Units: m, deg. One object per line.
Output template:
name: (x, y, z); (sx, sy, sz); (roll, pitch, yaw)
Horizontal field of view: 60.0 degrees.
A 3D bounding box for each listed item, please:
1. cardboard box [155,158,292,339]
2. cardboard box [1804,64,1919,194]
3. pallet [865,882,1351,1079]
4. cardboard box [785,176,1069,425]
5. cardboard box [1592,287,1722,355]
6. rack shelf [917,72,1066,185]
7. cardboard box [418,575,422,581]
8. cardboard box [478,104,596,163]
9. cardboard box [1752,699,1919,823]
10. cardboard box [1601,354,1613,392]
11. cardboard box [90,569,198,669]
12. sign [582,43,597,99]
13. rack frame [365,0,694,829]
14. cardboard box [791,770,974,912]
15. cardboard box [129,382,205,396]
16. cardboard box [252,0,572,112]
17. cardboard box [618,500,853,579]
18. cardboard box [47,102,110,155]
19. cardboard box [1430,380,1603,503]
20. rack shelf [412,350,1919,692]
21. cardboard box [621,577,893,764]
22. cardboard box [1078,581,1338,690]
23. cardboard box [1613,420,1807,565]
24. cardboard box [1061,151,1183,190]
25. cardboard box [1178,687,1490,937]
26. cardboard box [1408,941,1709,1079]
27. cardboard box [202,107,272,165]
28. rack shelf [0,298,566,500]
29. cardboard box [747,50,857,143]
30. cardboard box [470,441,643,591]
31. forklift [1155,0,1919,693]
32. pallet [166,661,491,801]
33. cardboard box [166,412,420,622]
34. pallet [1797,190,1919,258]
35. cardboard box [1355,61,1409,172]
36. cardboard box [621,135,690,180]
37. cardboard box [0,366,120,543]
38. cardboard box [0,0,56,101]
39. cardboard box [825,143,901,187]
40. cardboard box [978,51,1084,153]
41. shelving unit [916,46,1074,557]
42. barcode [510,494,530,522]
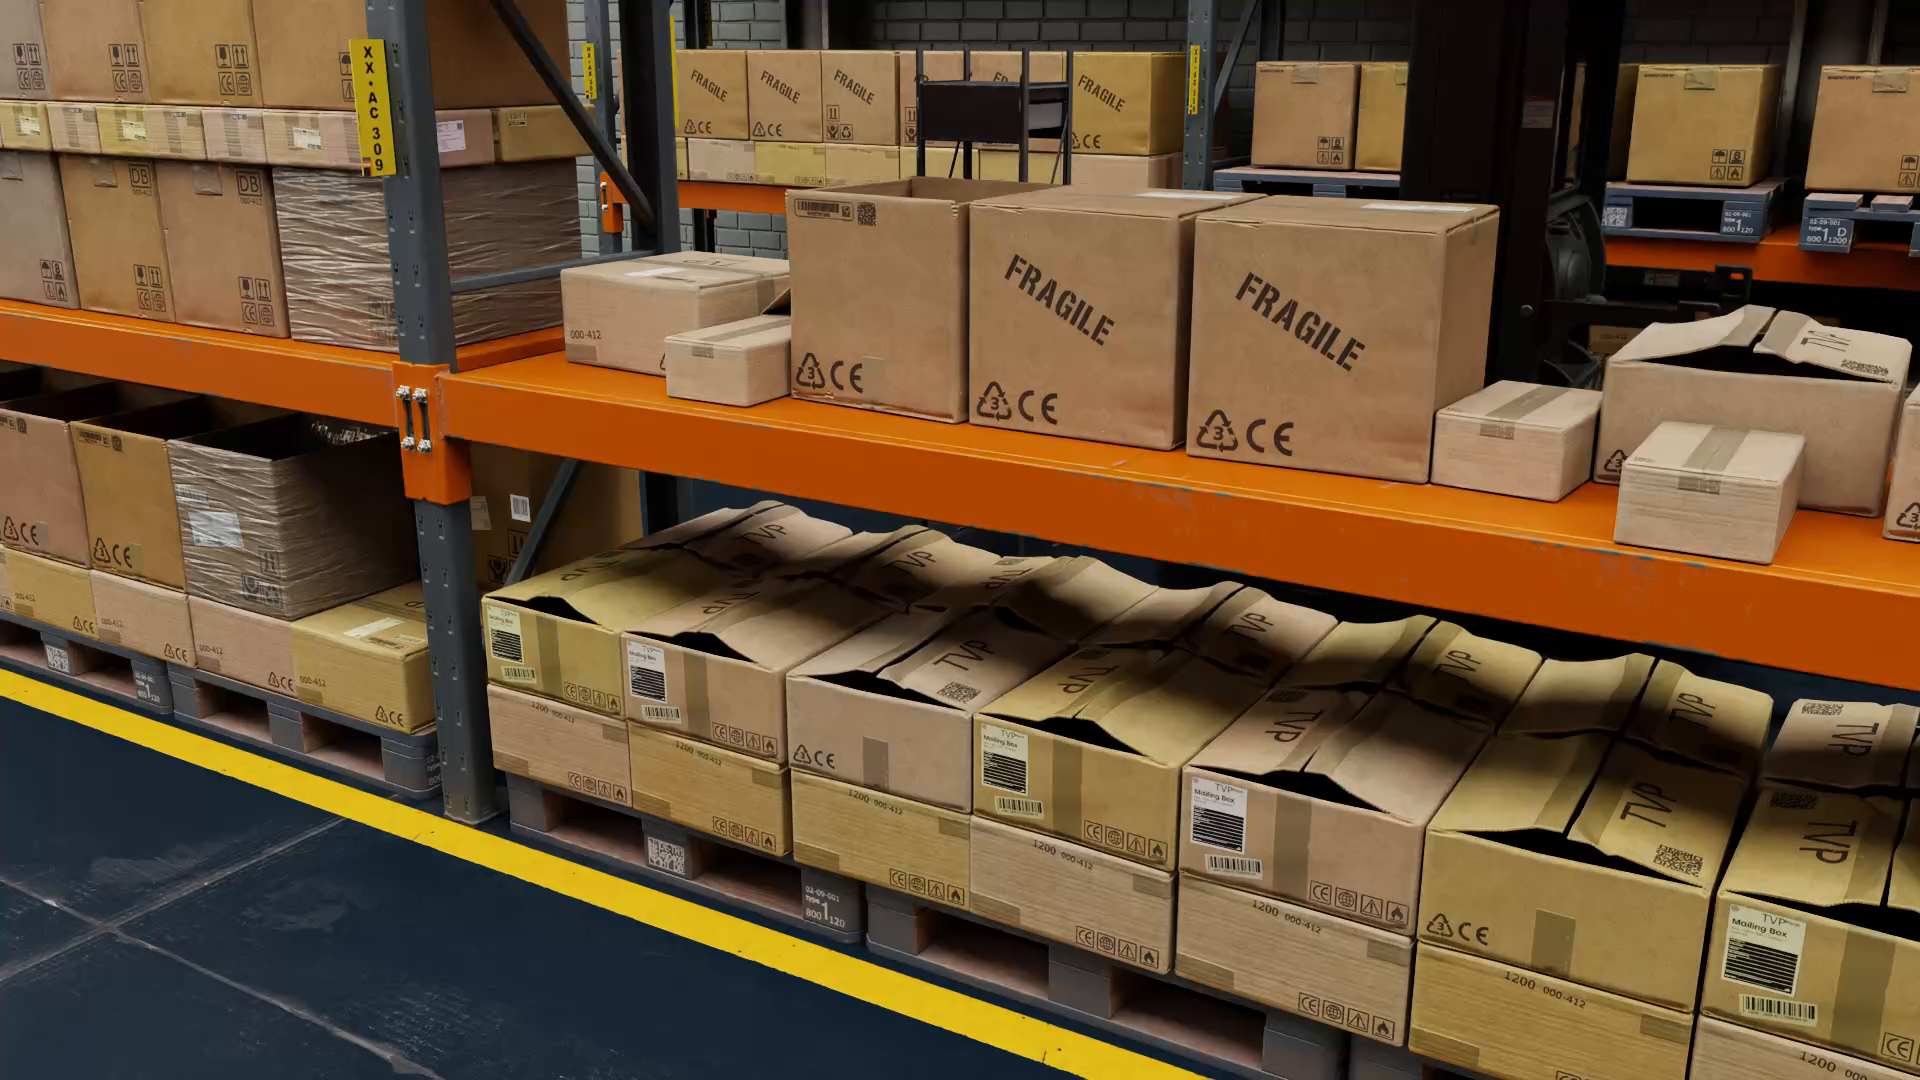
cardboard box: (-1.995, -0.945, 5.158); (0.500, 0.500, 0.700); (10, 20, 29)
cardboard box: (3.941, -1.777, 7.141); (0.500, 0.500, 0.700); (8, 19, 25)
pallet: (0.532, 0.870, 4.155); (1.213, 0.211, 1.003); (10, 20, 30)
cardboard box: (-0.066, -0.599, 4.020); (0.500, 0.500, 0.500); (12, 21, 34)
cardboard box: (3.303, -1.020, 7.833); (0.500, 0.250, 0.500); (10, 20, 30)
rack shelf: (0.141, -1.636, 6.794); (0.480, 0.518, 0.431); (10, 20, 30)
cardboard box: (-1.820, 0.140, 5.769); (0.500, 0.250, 0.500); (10, 20, 30)
cardboard box: (-1.288, -1.199, 4.880); (0.250, 0.149, 0.380); (10, 20, 30)
cardboard box: (1.955, 0.550, 3.452); (0.500, 0.311, 0.500); (11, 20, 32)
cardboard box: (3.380, -0.658, 7.930); (0.500, 0.500, 0.700); (10, 20, 30)
cardboard box: (-2.525, 0.195, 5.586); (0.500, 0.250, 0.500); (10, 20, 30)
sign: (-2.263, -2.868, 10.172); (0.005, 0.325, 0.100); (10, 20, 30)
rack frame: (-1.160, -0.752, 4.696); (0.127, 3.000, 1.000); (10, 20, 30)
cardboard box: (-0.069, 0.641, 4.117); (0.500, 0.250, 0.500); (9, 19, 28)
cardboard box: (-2.671, -0.372, 6.163); (0.500, 0.500, 0.500); (10, 20, 30)
cardboard box: (-1.542, -1.487, 4.710); (0.500, 0.500, 0.700); (10, 20, 30)
cardboard box: (-0.665, 0.085, 4.985); (0.500, 0.311, 0.500); (10, 20, 30)
cardboard box: (-2.585, -1.292, 5.186); (0.250, 0.149, 0.380); (11, 20, 32)
cardboard box: (1.132, -0.204, 3.323); (0.250, 0.149, 0.380); (12, 21, 34)
rack shelf: (0.544, -0.104, 3.800); (4.000, 0.370, 1.077); (10, 20, 30)
cardboard box: (-0.515, 0.296, 4.289); (0.500, 0.311, 0.500); (10, 19, 29)
cardboard box: (0.632, 0.316, 4.223); (0.500, 0.311, 0.500); (10, 19, 29)
cardboard box: (1.337, -0.092, 2.955); (0.250, 0.149, 0.380); (10, 20, 30)
cardboard box: (0.867, -1.914, 8.746); (0.500, 0.250, 0.500); (10, 20, 30)
cardboard box: (0.798, 0.529, 3.522); (0.500, 0.311, 0.500); (10, 20, 30)
cardboard box: (1.231, 0.874, 3.352); (0.500, 0.250, 0.500); (10, 19, 29)
cardboard box: (-1.938, -1.176, 4.804); (0.250, 0.149, 0.380); (9, 19, 28)
rack shelf: (-2.865, -0.712, 5.803); (4.000, 0.370, 1.077); (10, 20, 30)
cardboard box: (-0.877, -2.580, 9.647); (0.500, 0.500, 0.500); (9, 19, 28)
cardboard box: (-1.392, -0.144, 5.414); (0.500, 0.500, 0.500); (10, 20, 30)
forklift: (2.277, -0.990, 5.598); (3.031, 2.935, 1.130); (9, 19, 28)
pallet: (-1.816, 0.451, 5.534); (1.213, 0.211, 1.003); (10, 20, 30)
cardboard box: (-2.090, -0.092, 5.240); (0.500, 0.500, 0.500); (10, 20, 30)
pallet: (4.174, -1.361, 7.032); (1.003, 0.211, 1.213); (10, 20, 30)
cardboard box: (2.317, -2.065, 8.090); (0.500, 0.500, 0.700); (13, 21, 36)
cardboard box: (-1.730, -2.373, 10.256); (0.500, 0.250, 0.500); (9, 19, 28)
cardboard box: (-3.369, -0.320, 5.990); (0.500, 0.500, 0.500); (10, 20, 30)
cardboard box: (-2.825, -1.716, 5.464); (0.500, 0.500, 0.700); (10, 20, 30)
cardboard box: (-0.419, -2.141, 9.493); (0.500, 0.250, 0.500); (10, 20, 31)
cardboard box: (0.436, -2.346, 8.877); (0.500, 0.500, 0.500); (10, 20, 30)
shelving unit: (0.141, -0.980, 6.993); (0.503, 2.100, 0.431); (10, 20, 30)
barcode: (-1.161, -0.084, 4.389); (0.075, 0.075, 0.001); (10, 20, 30)
